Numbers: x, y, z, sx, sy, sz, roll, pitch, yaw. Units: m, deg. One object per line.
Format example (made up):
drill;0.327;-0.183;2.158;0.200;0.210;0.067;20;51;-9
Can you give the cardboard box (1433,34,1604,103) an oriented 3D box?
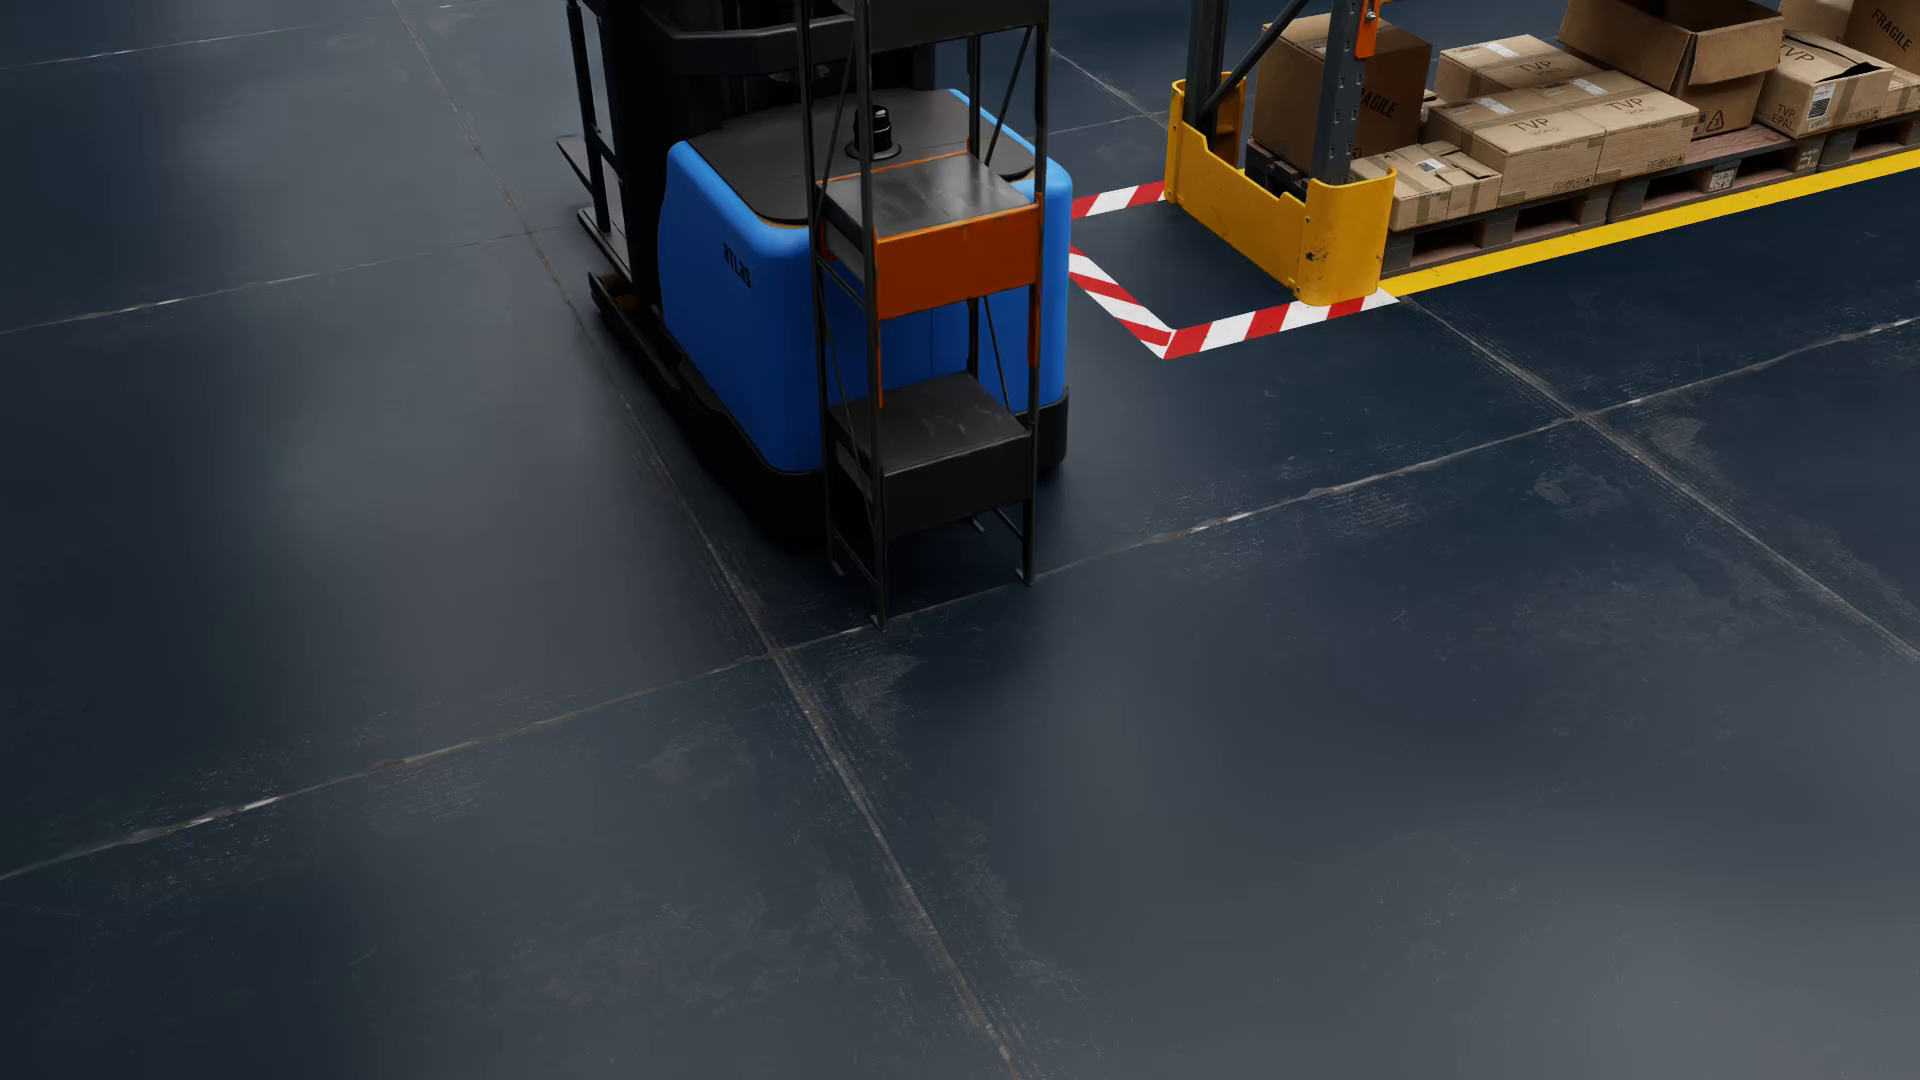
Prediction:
cardboard box;2.465;-2.006;7.375;0.500;0.250;0.500;-16;39;-20

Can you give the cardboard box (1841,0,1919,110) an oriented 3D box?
cardboard box;4.430;-2.327;7.598;0.500;0.500;0.500;-16;39;-20

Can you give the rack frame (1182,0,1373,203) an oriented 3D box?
rack frame;1.204;-2.439;6.020;0.127;3.000;1.000;-16;39;-20

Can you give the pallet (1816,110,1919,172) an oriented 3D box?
pallet;4.203;-2.158;7.983;1.213;0.211;1.003;-16;39;-20

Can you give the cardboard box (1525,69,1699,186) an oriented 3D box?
cardboard box;2.722;-1.749;7.029;0.500;0.250;0.500;-16;39;-20

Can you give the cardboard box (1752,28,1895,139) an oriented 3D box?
cardboard box;3.751;-2.061;7.399;0.500;0.311;0.500;-16;39;-20

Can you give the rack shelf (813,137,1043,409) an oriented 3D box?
rack shelf;-0.094;-0.728;4.491;0.480;0.518;0.431;-17;40;-21

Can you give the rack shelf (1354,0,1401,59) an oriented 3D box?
rack shelf;3.015;-2.656;6.917;4.000;0.370;1.077;-16;39;-20

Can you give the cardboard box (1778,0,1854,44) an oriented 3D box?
cardboard box;4.353;-2.559;8.069;0.500;0.311;0.500;-16;39;-20

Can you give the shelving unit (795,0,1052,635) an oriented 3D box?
shelving unit;-0.094;-0.739;4.483;0.503;2.100;0.431;-17;40;-21

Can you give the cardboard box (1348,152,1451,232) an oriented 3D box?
cardboard box;1.729;-1.391;6.632;0.250;0.149;0.380;-16;39;-20

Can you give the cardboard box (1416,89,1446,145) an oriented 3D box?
cardboard box;1.997;-1.802;7.171;0.250;0.166;0.380;-16;39;-20

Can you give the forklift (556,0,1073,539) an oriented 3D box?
forklift;-0.768;-2.045;5.547;1.130;2.935;3.031;-17;40;-21

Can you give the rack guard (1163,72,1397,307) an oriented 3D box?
rack guard;1.273;-1.454;6.791;0.348;0.500;1.175;-16;39;-20

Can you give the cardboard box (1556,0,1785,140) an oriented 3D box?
cardboard box;3.127;-2.147;7.353;0.637;0.503;0.797;-16;39;-20

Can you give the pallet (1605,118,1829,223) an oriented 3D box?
pallet;3.097;-1.847;7.563;1.213;0.211;1.003;-16;39;-20

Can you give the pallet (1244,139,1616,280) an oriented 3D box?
pallet;1.994;-1.540;7.150;1.213;0.211;1.003;-16;39;-20

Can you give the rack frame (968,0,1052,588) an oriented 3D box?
rack frame;0.123;-0.805;4.573;0.015;2.100;0.400;-17;40;-21

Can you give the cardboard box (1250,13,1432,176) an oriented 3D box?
cardboard box;1.592;-1.882;6.999;0.500;0.500;0.500;-16;39;-20

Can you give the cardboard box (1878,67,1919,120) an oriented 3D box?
cardboard box;4.116;-2.059;7.531;0.250;0.149;0.380;-16;39;-20

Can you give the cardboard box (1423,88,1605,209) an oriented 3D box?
cardboard box;2.270;-1.622;6.858;0.500;0.250;0.500;-16;39;-20

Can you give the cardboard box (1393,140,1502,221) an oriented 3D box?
cardboard box;1.956;-1.462;6.712;0.250;0.166;0.380;-16;39;-20

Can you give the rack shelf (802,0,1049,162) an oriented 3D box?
rack shelf;-0.094;-1.290;4.074;0.480;0.518;0.431;-17;40;-21

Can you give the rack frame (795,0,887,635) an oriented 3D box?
rack frame;-0.311;-0.672;4.394;0.015;2.100;0.400;-17;40;-21

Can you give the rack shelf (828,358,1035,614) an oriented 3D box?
rack shelf;-0.094;-0.165;4.908;0.480;0.518;0.431;-17;40;-21
